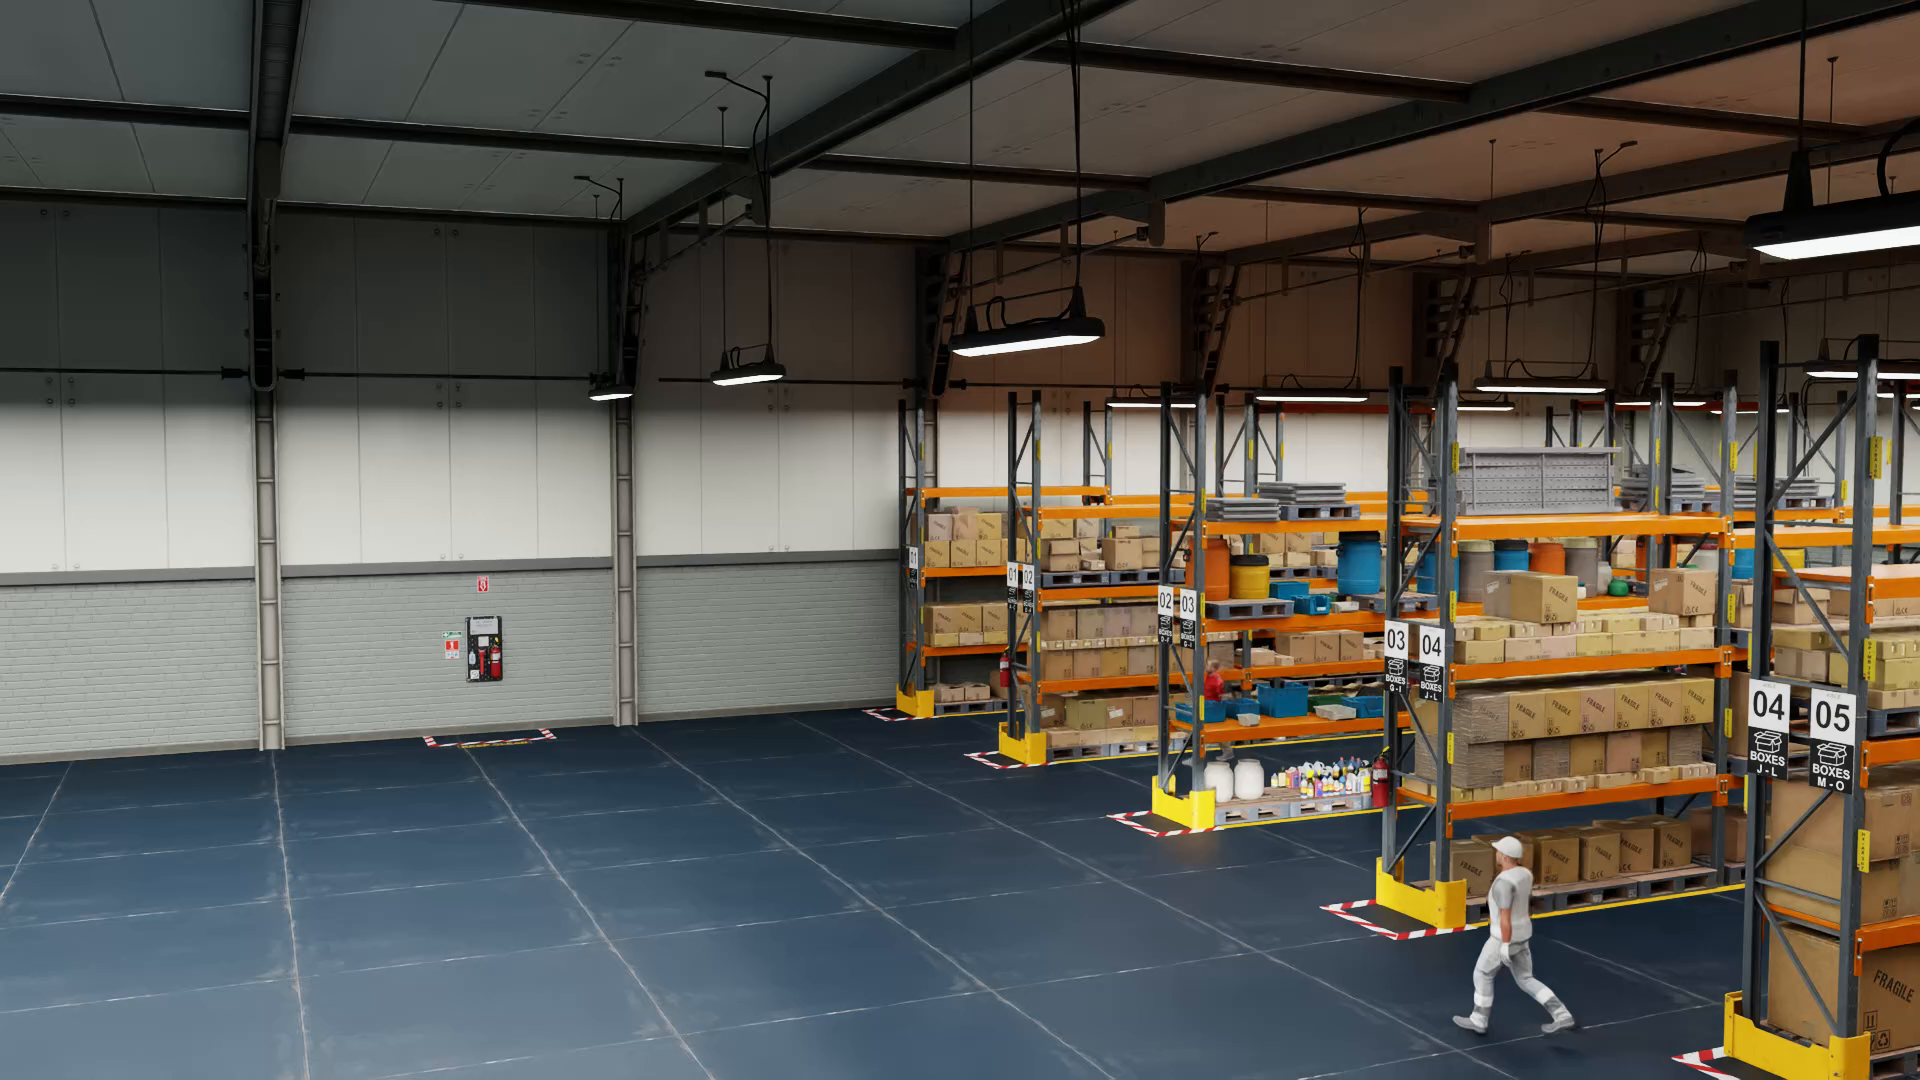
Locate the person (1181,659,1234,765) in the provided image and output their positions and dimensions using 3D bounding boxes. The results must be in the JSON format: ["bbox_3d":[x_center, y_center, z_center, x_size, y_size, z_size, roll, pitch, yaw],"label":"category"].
[{"bbox_3d":[3.961,2.737,26.681,1.024,1.663,0.649,-1,4,-18],"label":"person"}]

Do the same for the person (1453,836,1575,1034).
[{"bbox_3d":[4.790,3.439,14.373,1.012,1.752,0.542,3,4,39],"label":"person"}]
